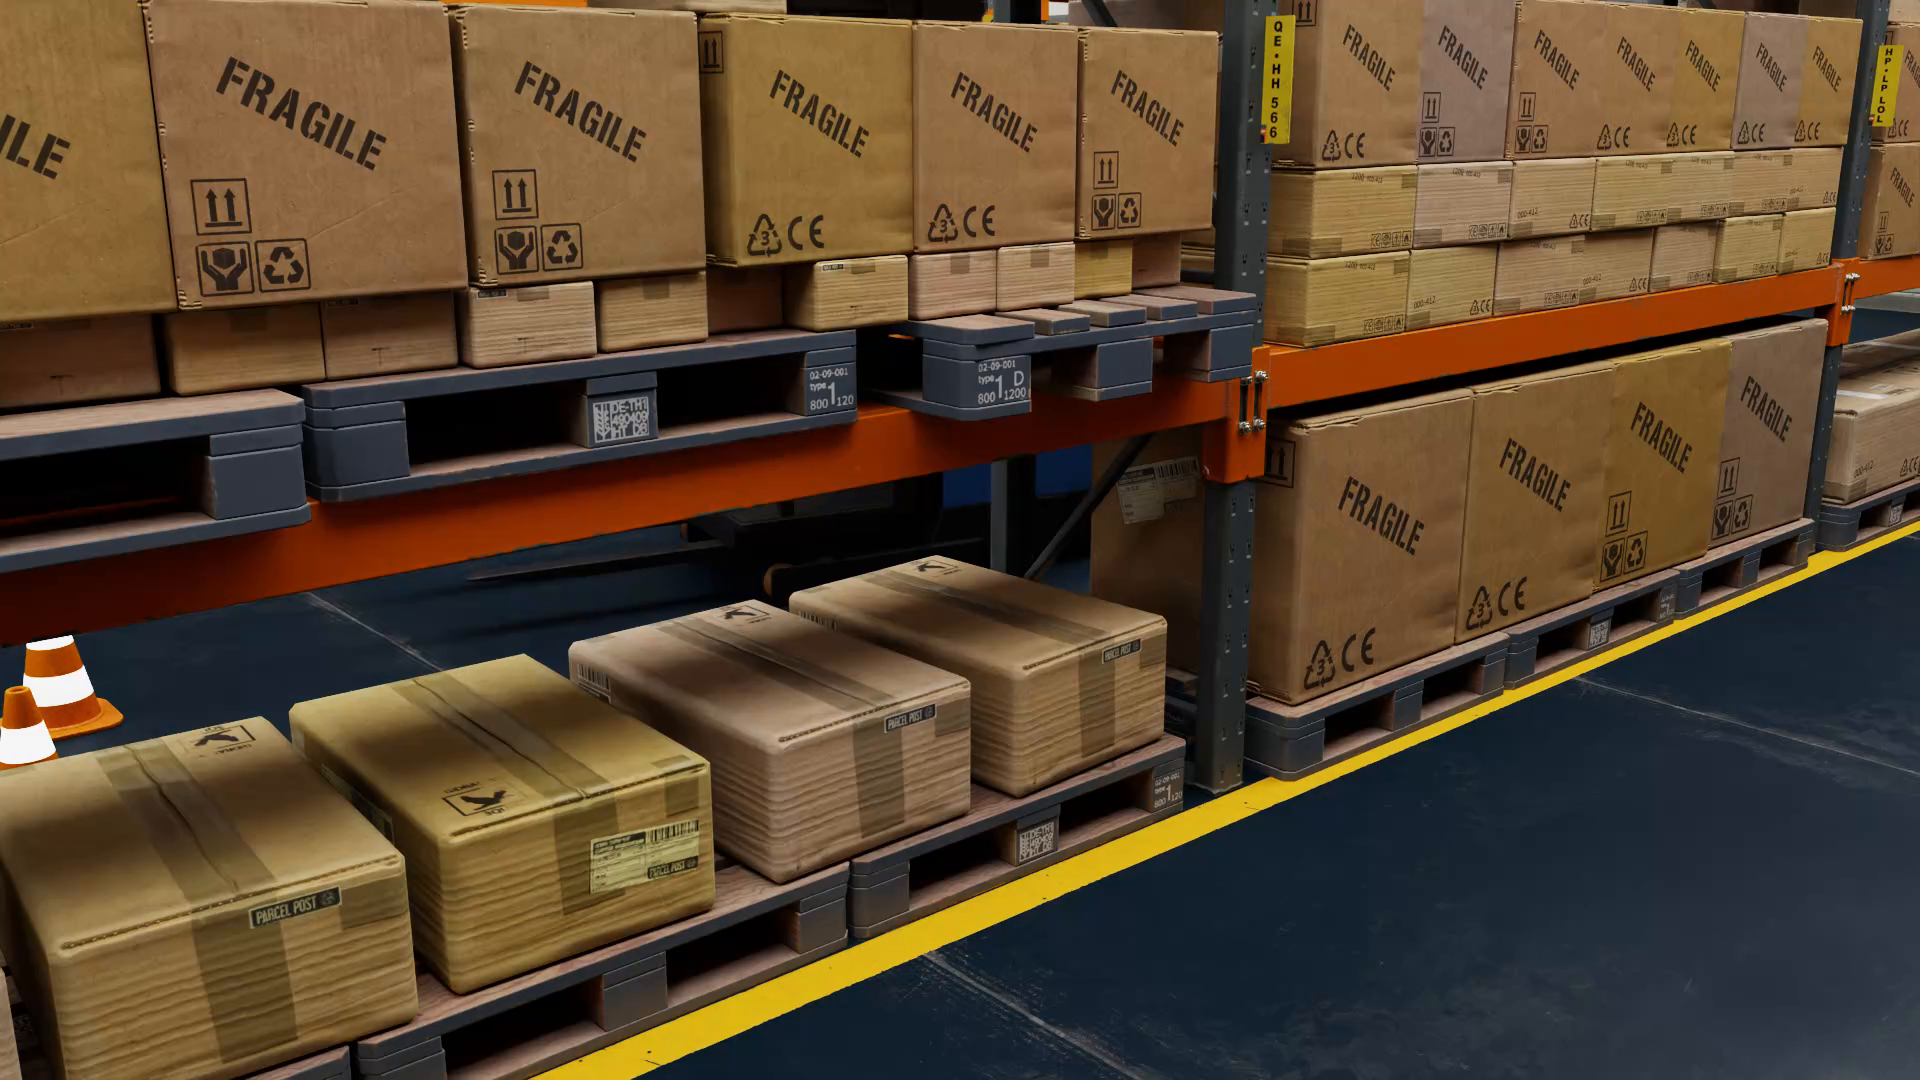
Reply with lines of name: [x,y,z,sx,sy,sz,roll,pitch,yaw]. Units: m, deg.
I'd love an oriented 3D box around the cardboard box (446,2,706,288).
cardboard box: [-0.864,-0.792,3.319,0.500,0.500,0.500,-14,20,-42]

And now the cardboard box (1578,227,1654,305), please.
cardboard box: [2.152,-1.020,6.047,0.500,0.250,0.500,-13,19,-39]

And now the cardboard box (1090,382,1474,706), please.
cardboard box: [1.048,-0.073,5.515,0.875,0.875,0.875,-13,20,-40]

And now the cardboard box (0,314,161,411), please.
cardboard box: [-1.563,-0.336,2.867,0.250,0.149,0.380,-11,19,-36]

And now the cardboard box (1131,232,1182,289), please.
cardboard box: [0.379,-0.776,4.517,0.250,0.149,0.380,-12,19,-37]

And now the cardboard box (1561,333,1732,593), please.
cardboard box: [2.398,-0.375,6.645,0.875,0.875,0.875,-12,19,-38]

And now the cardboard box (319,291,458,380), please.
cardboard box: [-1.154,-0.413,3.155,0.250,0.149,0.380,-12,19,-39]

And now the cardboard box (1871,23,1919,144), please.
cardboard box: [4.008,-2.039,7.438,0.500,0.500,0.500,-12,19,-39]

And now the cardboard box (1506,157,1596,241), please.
cardboard box: [1.791,-1.172,5.648,0.500,0.250,0.500,-13,20,-40]

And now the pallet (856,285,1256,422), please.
pallet: [0.004,-0.562,4.413,1.003,0.211,1.213,-13,19,-39]

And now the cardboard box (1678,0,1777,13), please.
cardboard box: [3.513,-2.433,7.656,0.250,0.149,0.380,-13,20,-40]

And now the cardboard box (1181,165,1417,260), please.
cardboard box: [1.017,-1.003,5.014,0.500,0.250,0.500,-13,20,-40]

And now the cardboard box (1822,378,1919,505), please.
cardboard box: [4.034,-0.524,8.051,0.875,0.438,0.875,-13,20,-40]

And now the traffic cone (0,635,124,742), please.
traffic cone: [-2.967,0.381,5.428,0.334,0.463,0.336,-13,19,-39]

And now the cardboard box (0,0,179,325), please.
cardboard box: [-1.626,-0.622,2.682,0.500,0.500,0.500,-13,19,-39]

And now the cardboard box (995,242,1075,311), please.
cardboard box: [0.064,-0.665,4.101,0.250,0.149,0.380,-13,20,-40]

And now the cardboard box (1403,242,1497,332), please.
cardboard box: [1.382,-0.848,5.403,0.500,0.250,0.500,-13,20,-41]

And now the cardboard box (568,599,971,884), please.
cardboard box: [-0.512,0.491,4.378,0.625,0.372,0.950,-13,20,-40]

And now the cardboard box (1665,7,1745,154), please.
cardboard box: [2.537,-1.709,6.206,0.500,0.500,0.500,-12,19,-38]

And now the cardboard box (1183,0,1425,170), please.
cardboard box: [1.005,-1.363,4.910,0.500,0.500,0.500,-14,20,-41]

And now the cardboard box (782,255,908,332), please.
cardboard box: [-0.330,-0.575,3.763,0.250,0.149,0.380,-12,19,-38]

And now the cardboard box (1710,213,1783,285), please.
cardboard box: [2.932,-1.190,6.684,0.500,0.250,0.500,-13,20,-40]

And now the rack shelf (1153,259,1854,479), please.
rack shelf: [1.981,-0.787,6.279,4.000,0.370,1.077,-13,19,-39]

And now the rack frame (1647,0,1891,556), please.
rack frame: [3.490,-1.474,7.455,0.127,3.000,1.000,-13,19,-39]

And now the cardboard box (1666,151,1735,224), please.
cardboard box: [2.558,-1.346,6.297,0.500,0.250,0.500,-12,19,-38]

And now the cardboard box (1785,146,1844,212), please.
cardboard box: [3.317,-1.521,6.953,0.500,0.250,0.500,-13,20,-39]

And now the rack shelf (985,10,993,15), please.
rack shelf: [-1.507,-4.843,15.651,4.000,0.370,1.077,-13,19,-39]

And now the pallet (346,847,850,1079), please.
pallet: [-1.038,0.889,4.013,1.213,0.211,1.003,-13,19,-39]

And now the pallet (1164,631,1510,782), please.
pallet: [1.116,0.432,5.723,1.213,0.211,1.003,-13,19,-39]

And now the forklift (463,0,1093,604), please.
forklift: [-0.710,-1.312,6.981,3.031,2.935,1.130,-8,17,-28]

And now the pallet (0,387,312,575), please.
pallet: [-1.873,-0.127,2.784,1.213,0.211,1.003,-13,19,-39]

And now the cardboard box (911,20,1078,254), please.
cardboard box: [-0.071,-0.970,3.986,0.500,0.500,0.500,-13,20,-40]

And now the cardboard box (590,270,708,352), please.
cardboard box: [-0.738,-0.498,3.476,0.250,0.149,0.380,-13,20,-41]

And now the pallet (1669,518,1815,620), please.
pallet: [2.957,0.019,7.270,1.213,0.211,1.003,-13,19,-39]

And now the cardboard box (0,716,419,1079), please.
cardboard box: [-1.611,0.736,3.459,0.625,0.372,0.950,-11,19,-36]

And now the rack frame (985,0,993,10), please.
rack frame: [0.002,-4.081,17.214,0.127,3.000,1.000,-13,19,-39]

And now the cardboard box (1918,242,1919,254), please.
cardboard box: [4.398,-1.635,7.865,0.500,0.500,0.500,-12,19,-39]

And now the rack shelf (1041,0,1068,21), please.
rack shelf: [1.673,-3.861,11.972,4.000,0.370,1.077,-13,19,-39]

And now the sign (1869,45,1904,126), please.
sign: [3.853,-1.891,6.926,0.005,0.325,0.100,-13,19,-39]

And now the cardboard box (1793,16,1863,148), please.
cardboard box: [3.317,-1.880,6.846,0.500,0.500,0.500,-12,19,-38]

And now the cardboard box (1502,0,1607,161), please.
cardboard box: [1.773,-1.534,5.549,0.500,0.500,0.500,-12,19,-38]

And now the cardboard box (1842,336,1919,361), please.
cardboard box: [5.390,-0.828,9.190,0.875,0.438,0.875,-12,19,-38]

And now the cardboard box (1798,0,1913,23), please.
cardboard box: [3.898,-2.321,7.240,0.250,0.149,0.380,-13,20,-40]
